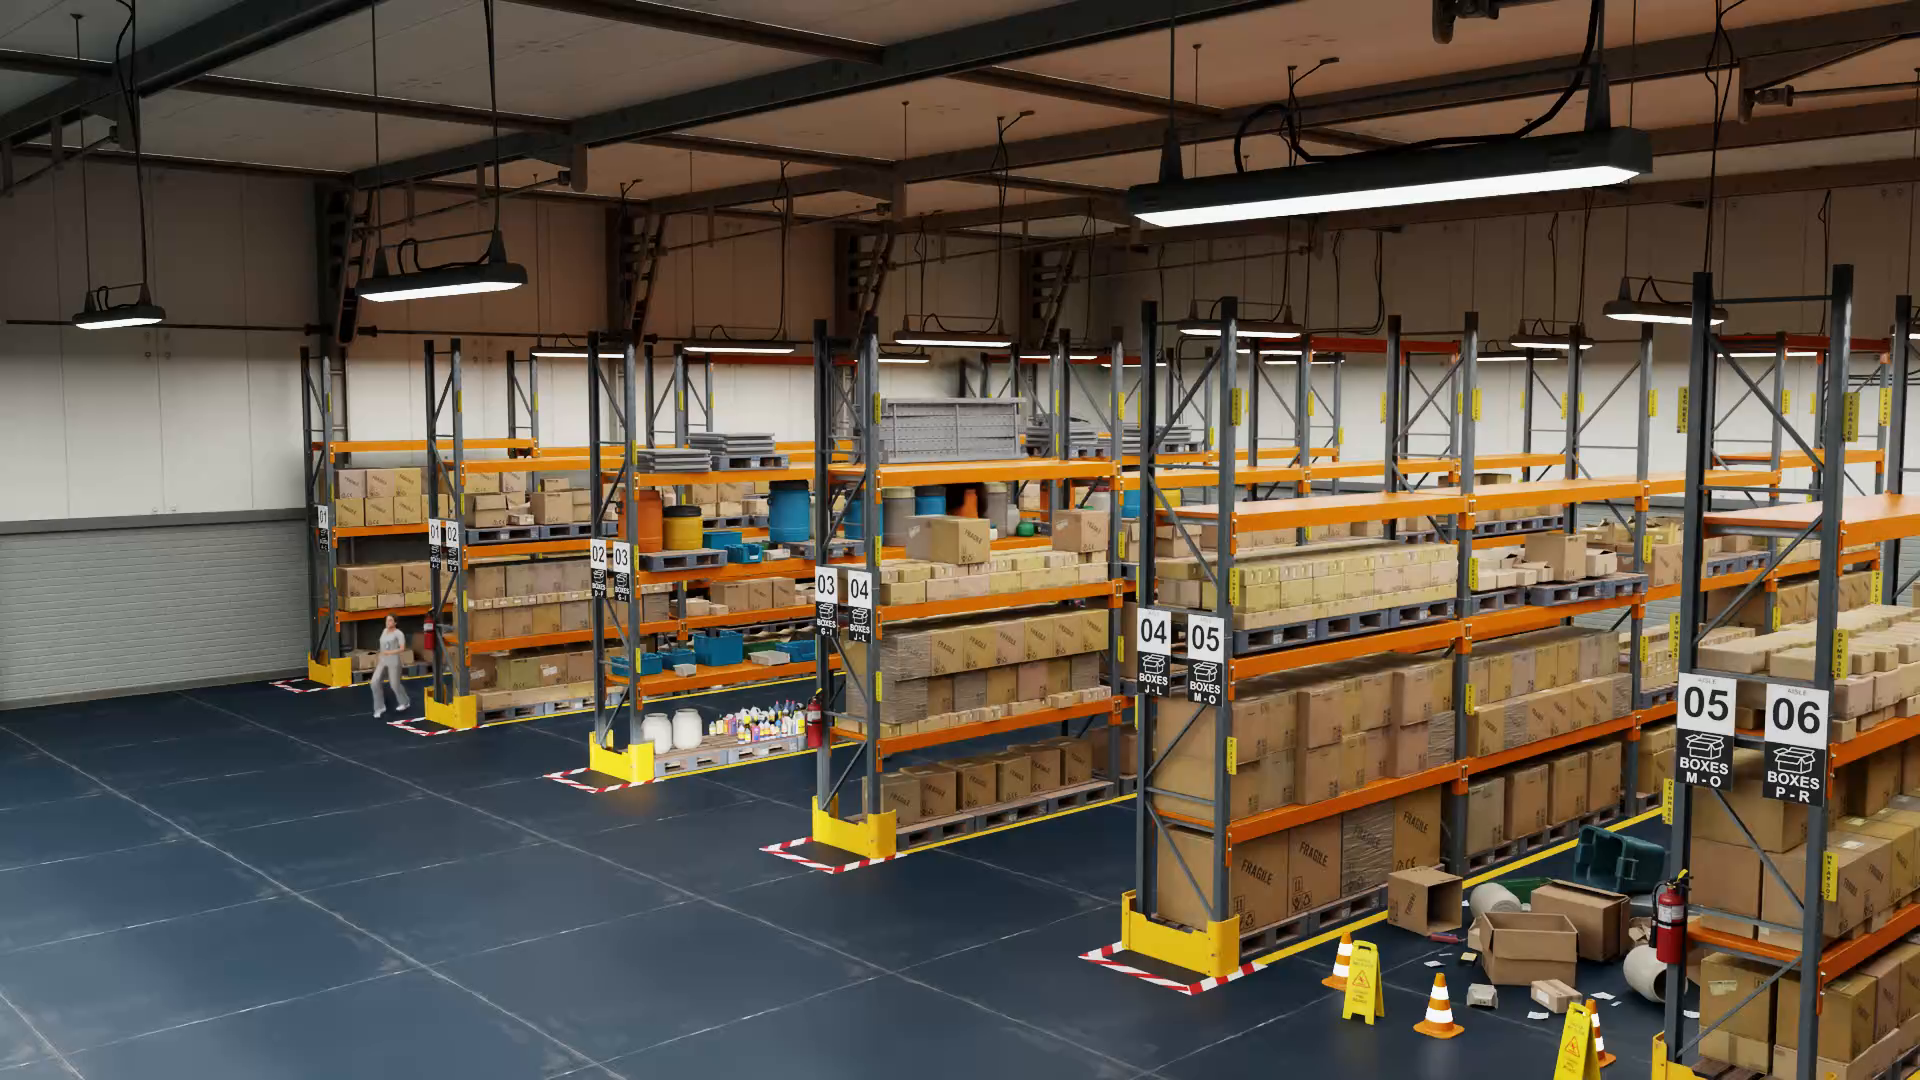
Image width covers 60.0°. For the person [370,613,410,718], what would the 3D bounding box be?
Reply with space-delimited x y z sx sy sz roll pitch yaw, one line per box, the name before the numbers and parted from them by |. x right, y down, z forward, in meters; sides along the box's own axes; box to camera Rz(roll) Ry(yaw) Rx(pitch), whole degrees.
person | -9.098 2.024 26.731 0.578 1.700 0.710 2 5 22

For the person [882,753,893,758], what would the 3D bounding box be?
person | -1.151 2.246 23.220 0.643 1.700 0.757 3 6 27
